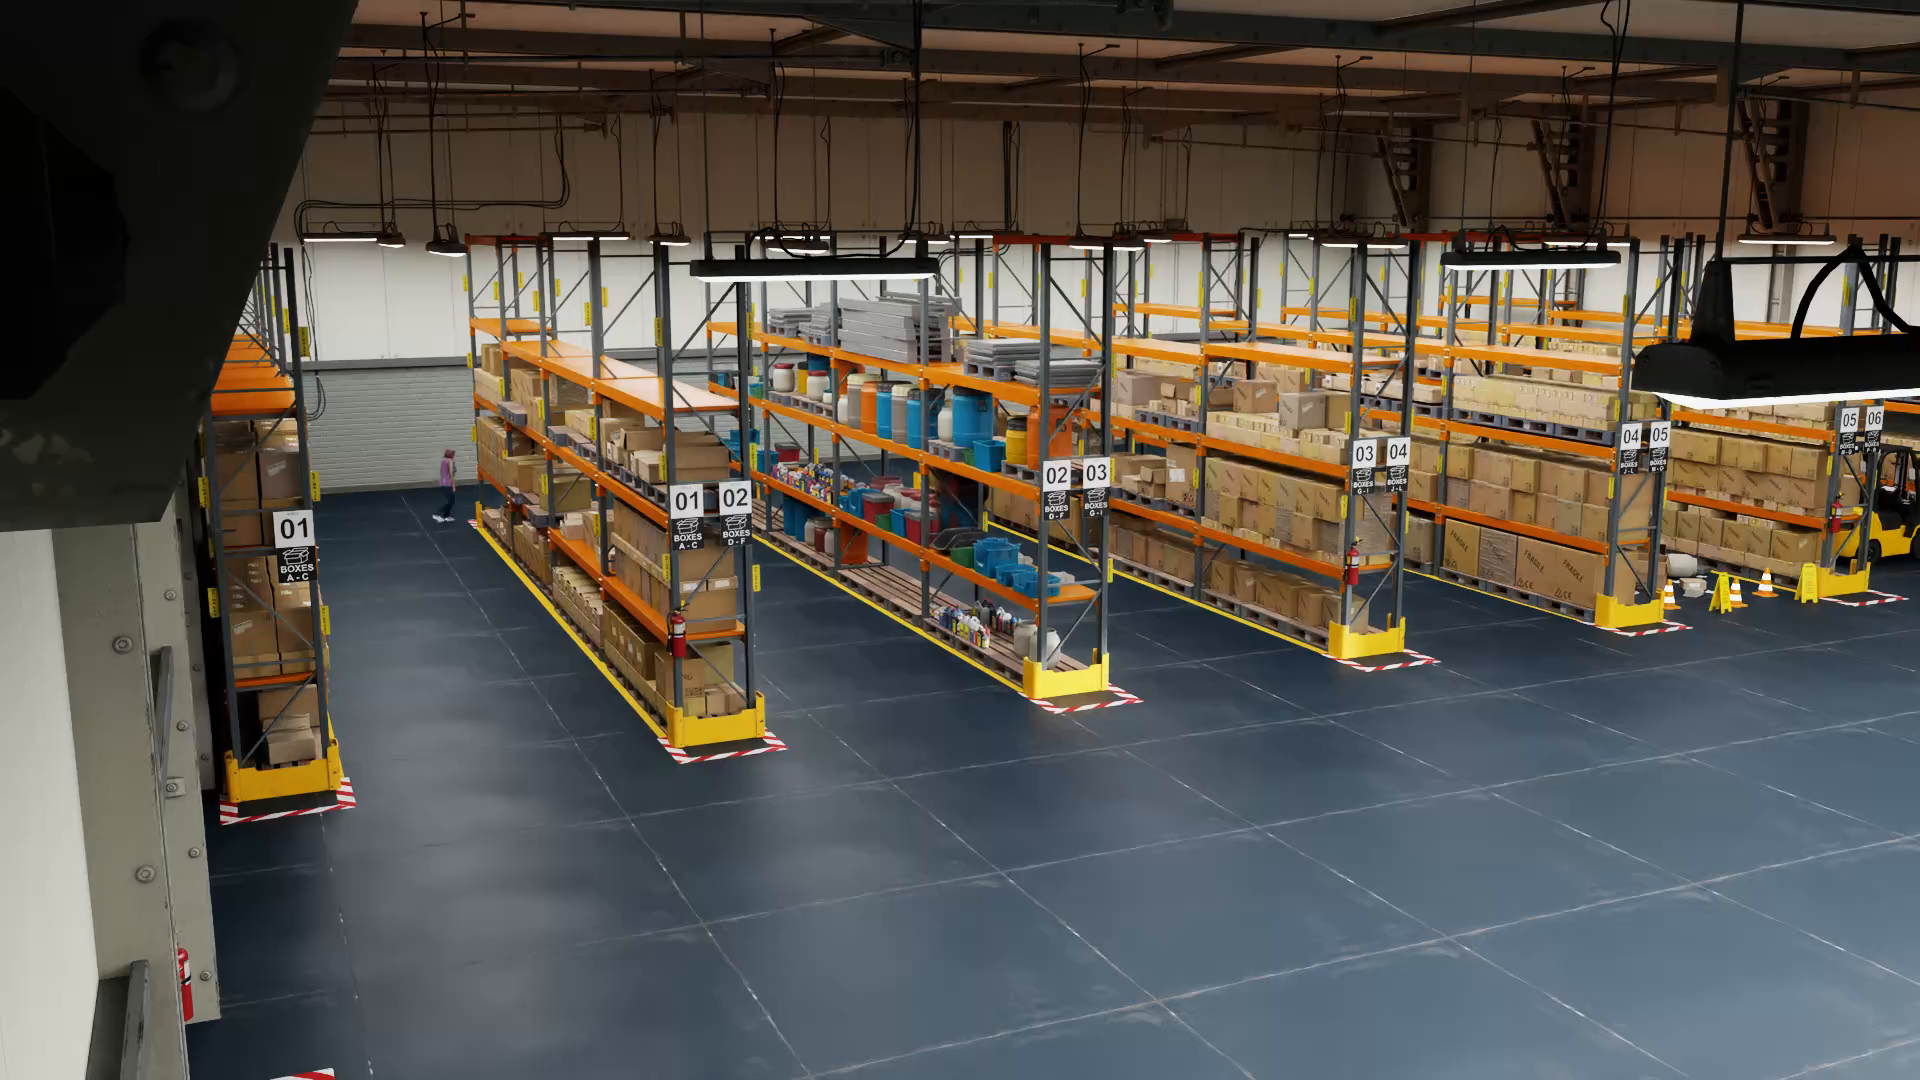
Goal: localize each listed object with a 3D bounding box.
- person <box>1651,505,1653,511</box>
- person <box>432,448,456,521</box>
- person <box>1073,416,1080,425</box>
[{"bbox_3d":[14.178,-1.039,33.867,0.671,1.783,0.902,-6,12,-27],"label":"person"},{"bbox_3d":[-10.865,-1.137,34.975,0.618,1.552,0.610,-9,14,-40],"label":"person"},{"bbox_3d":[2.790,-2.293,40.689,0.645,1.663,0.620,5,12,24],"label":"person"}]
